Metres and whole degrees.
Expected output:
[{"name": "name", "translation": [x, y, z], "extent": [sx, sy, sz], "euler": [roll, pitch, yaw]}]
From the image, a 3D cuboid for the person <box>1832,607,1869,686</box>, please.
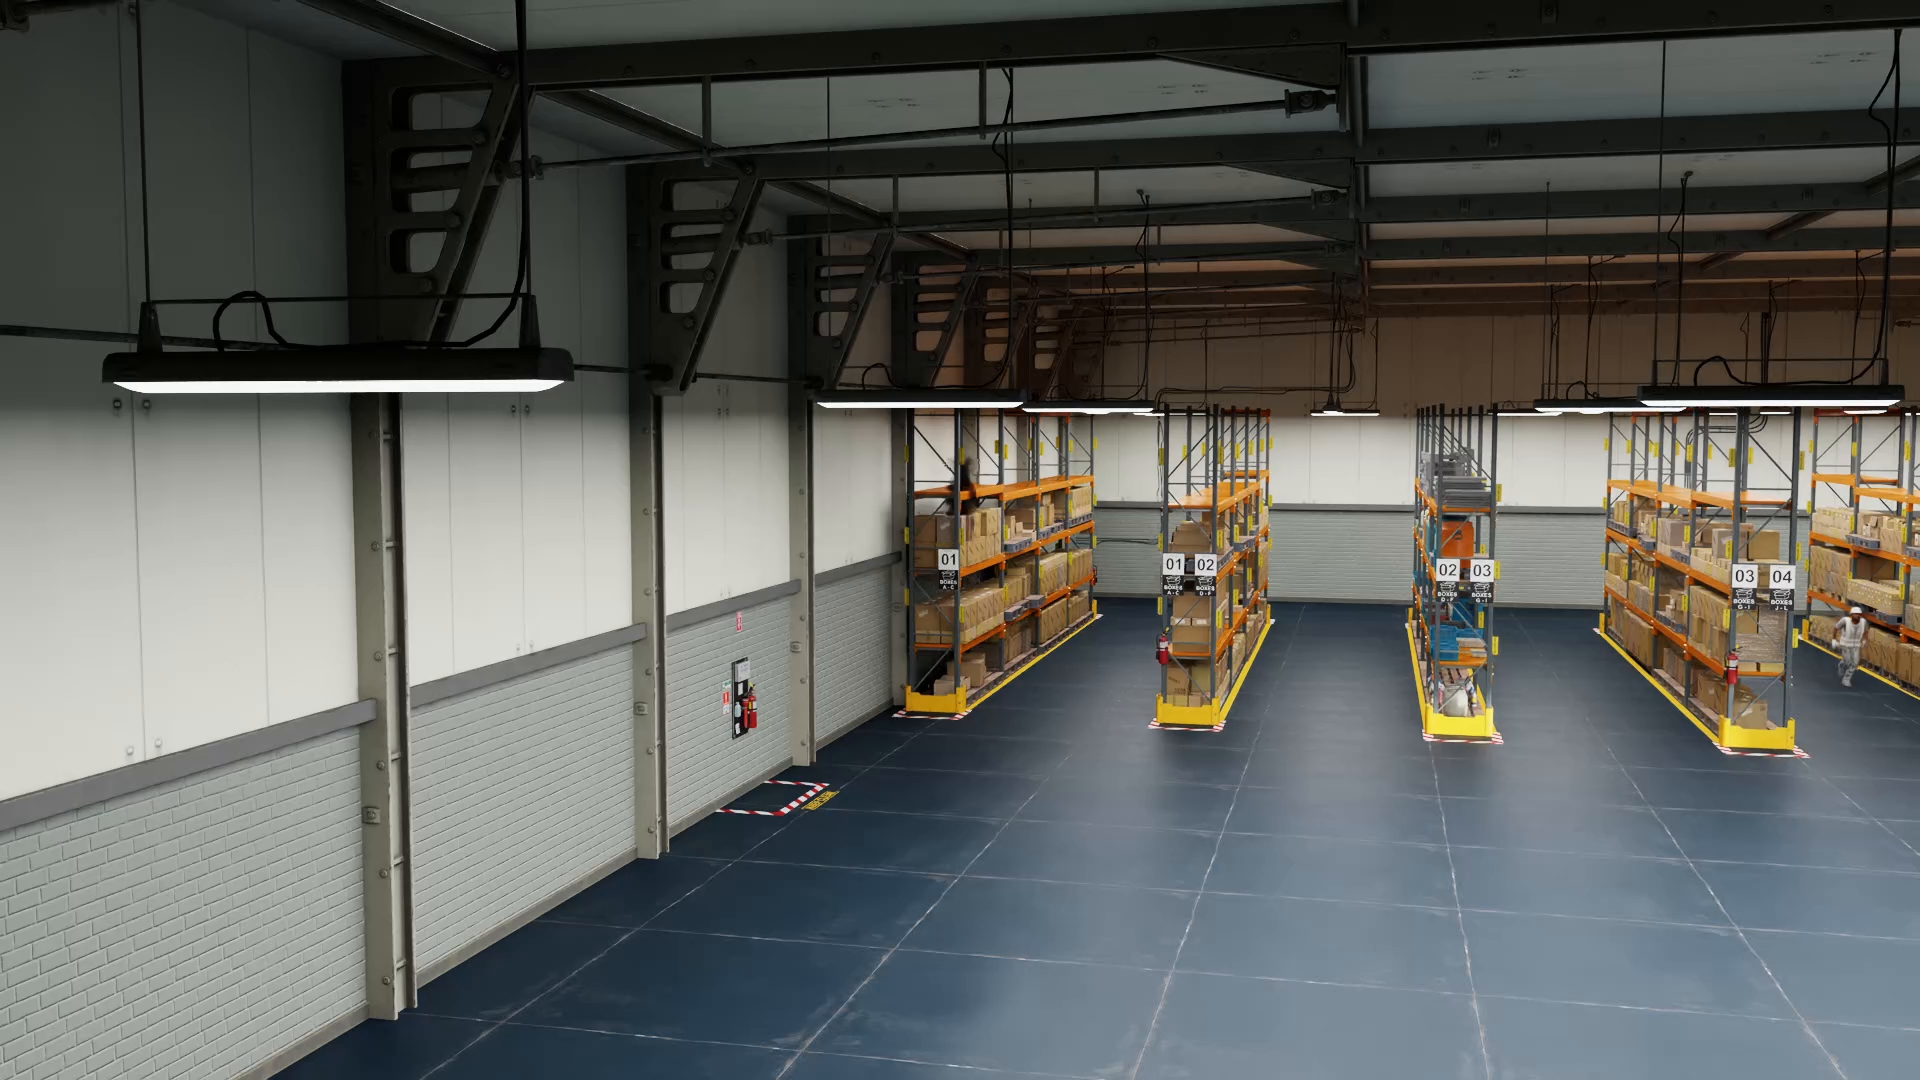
[{"name": "person", "translation": [19.140, 2.270, 35.748], "extent": [0.668, 1.709, 0.702], "euler": [0, 4, -1]}]
